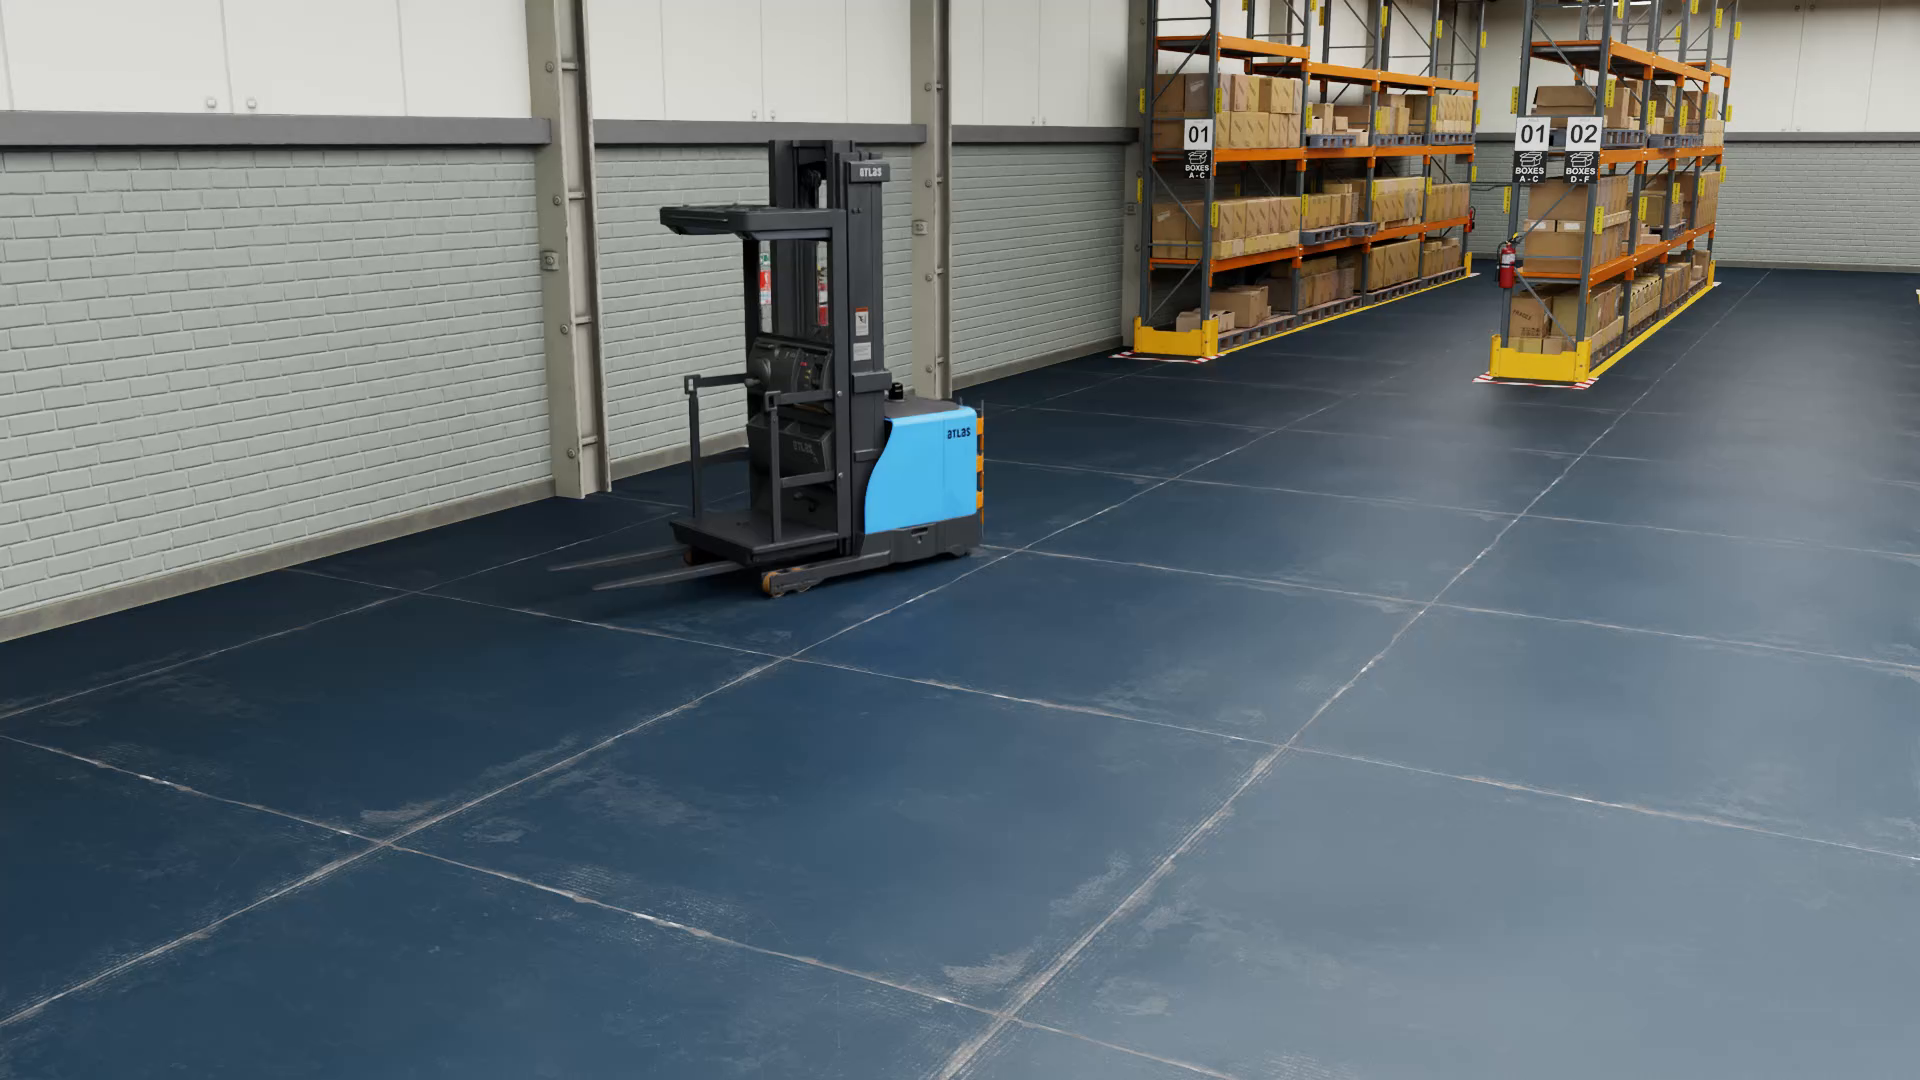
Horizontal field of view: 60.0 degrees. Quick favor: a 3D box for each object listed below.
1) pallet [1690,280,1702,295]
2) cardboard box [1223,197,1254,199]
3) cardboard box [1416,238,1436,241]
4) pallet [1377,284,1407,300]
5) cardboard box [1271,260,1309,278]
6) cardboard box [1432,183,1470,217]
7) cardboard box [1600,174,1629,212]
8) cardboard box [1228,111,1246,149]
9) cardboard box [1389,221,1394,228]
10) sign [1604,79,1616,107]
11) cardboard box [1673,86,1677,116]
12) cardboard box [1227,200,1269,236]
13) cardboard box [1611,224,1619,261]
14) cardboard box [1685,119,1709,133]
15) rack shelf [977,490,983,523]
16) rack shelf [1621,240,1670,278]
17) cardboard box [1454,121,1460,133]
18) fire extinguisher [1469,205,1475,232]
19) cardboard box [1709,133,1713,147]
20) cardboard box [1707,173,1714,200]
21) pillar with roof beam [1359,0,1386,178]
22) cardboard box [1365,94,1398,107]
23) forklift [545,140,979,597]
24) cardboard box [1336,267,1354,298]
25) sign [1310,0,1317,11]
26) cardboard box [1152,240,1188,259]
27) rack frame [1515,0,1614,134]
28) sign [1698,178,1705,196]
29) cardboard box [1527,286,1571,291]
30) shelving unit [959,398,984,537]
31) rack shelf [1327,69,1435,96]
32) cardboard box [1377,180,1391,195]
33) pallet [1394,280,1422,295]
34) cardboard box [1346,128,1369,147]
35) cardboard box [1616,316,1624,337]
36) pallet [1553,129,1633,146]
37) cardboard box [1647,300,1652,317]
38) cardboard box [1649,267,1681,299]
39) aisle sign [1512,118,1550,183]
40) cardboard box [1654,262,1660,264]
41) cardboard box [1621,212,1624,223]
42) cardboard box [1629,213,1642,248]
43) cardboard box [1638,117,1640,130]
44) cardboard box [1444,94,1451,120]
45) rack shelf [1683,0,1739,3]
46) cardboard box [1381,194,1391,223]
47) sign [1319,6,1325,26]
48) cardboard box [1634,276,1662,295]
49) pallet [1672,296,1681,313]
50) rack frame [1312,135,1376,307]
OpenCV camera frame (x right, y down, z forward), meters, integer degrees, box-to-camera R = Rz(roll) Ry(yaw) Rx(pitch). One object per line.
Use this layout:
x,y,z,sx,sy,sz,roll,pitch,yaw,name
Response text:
14.059,-5.019,32.901,1.003,0.211,1.213,7,15,28,pallet
4.268,-5.024,25.651,0.500,0.500,0.500,7,15,28,cardboard box
10.002,-6.406,35.758,0.380,0.149,0.250,8,15,29,cardboard box
7.903,-4.769,31.865,1.003,0.211,1.213,7,15,28,pallet
5.483,-4.508,27.628,0.500,0.250,0.500,7,15,27,cardboard box
10.495,-7.403,36.203,0.980,0.700,0.700,8,16,31,cardboard box
9.061,-4.929,23.595,0.700,0.500,0.500,7,15,28,cardboard box
3.669,-5.744,23.302,0.500,0.500,0.500,9,16,32,cardboard box
7.959,-5.967,31.377,0.380,0.149,0.250,7,15,28,cardboard box
7.819,-5.378,20.006,0.100,0.325,0.005,7,15,28,sign
11.913,-7.453,28.299,0.500,0.500,0.500,7,15,28,cardboard box
4.234,-4.759,24.550,0.500,0.500,0.500,8,16,30,cardboard box
8.812,-4.189,23.295,0.700,0.500,0.500,7,15,27,cardboard box
13.590,-7.682,30.852,0.500,0.250,0.500,7,15,28,cardboard box
0.026,-0.241,12.524,0.215,0.259,0.240,7,15,28,rack shelf
10.237,-4.402,25.926,1.077,0.370,4.000,7,15,28,rack shelf
10.113,-8.607,34.645,0.500,0.250,0.500,7,15,26,cardboard box
11.210,-7.123,36.641,0.296,0.674,0.183,7,15,28,fire extinguisher
14.077,-7.644,31.760,0.500,0.250,0.500,7,15,28,cardboard box
14.358,-6.899,32.404,0.500,0.500,0.500,8,16,30,cardboard box
12.149,-9.213,31.548,9.100,9.000,0.400,7,15,28,pillar with roof beam
8.005,-8.347,31.606,0.500,0.250,0.500,7,15,26,cardboard box
-1.320,-1.187,11.205,3.031,2.935,1.130,-11,17,-39,forklift
6.563,-4.567,29.473,0.700,0.500,0.500,8,16,29,cardboard box
5.398,-8.245,25.372,0.100,0.325,0.005,7,15,28,sign
3.054,-4.135,23.565,0.500,0.250,0.500,8,16,29,cardboard box
7.336,-6.437,20.032,1.000,3.000,0.127,7,15,28,rack frame
13.625,-6.483,30.554,0.100,0.325,0.005,7,15,28,sign
8.048,-3.205,22.800,0.500,0.500,0.500,7,15,28,cardboard box
0.026,-0.521,12.456,0.215,1.050,0.252,7,15,28,shelving unit
7.832,-8.505,30.999,1.077,0.370,4.000,7,15,28,rack shelf
7.570,-6.464,30.455,0.500,0.250,0.500,7,15,27,cardboard box
8.492,-5.020,32.907,1.003,0.211,1.213,7,15,28,pallet
6.754,-6.968,28.785,0.500,0.311,0.500,7,15,28,cardboard box
9.237,-3.089,23.915,0.500,0.250,0.500,7,15,28,cardboard box
8.289,-5.329,22.026,1.003,0.211,1.213,7,15,28,pallet
10.671,-3.685,26.387,0.500,0.250,0.500,8,16,29,cardboard box
12.417,-4.539,29.357,0.500,0.500,0.500,7,15,26,cardboard box
7.047,-4.804,20.513,0.394,0.787,0.004,7,15,28,aisle sign
12.690,-4.909,30.892,0.500,0.500,0.500,7,15,26,cardboard box
9.080,-4.520,23.286,0.380,0.149,0.250,7,15,26,cardboard box
10.407,-4.864,26.096,0.500,0.500,0.500,6,15,25,cardboard box
9.839,-6.169,24.745,0.500,0.250,0.500,6,15,23,cardboard box
9.632,-8.766,33.705,0.500,0.500,0.500,7,15,27,cardboard box
14.104,-10.575,31.641,1.077,0.370,4.000,7,15,28,rack shelf
7.586,-6.102,30.554,0.500,0.500,0.500,8,16,30,cardboard box
6.378,-9.232,29.295,0.100,0.325,0.005,7,15,28,sign
11.166,-4.166,27.189,0.500,0.311,0.500,8,16,30,cardboard box
12.188,-4.204,29.522,1.003,0.211,1.213,7,15,28,pallet
6.865,-5.722,29.868,1.000,3.000,0.127,7,15,28,rack frame
